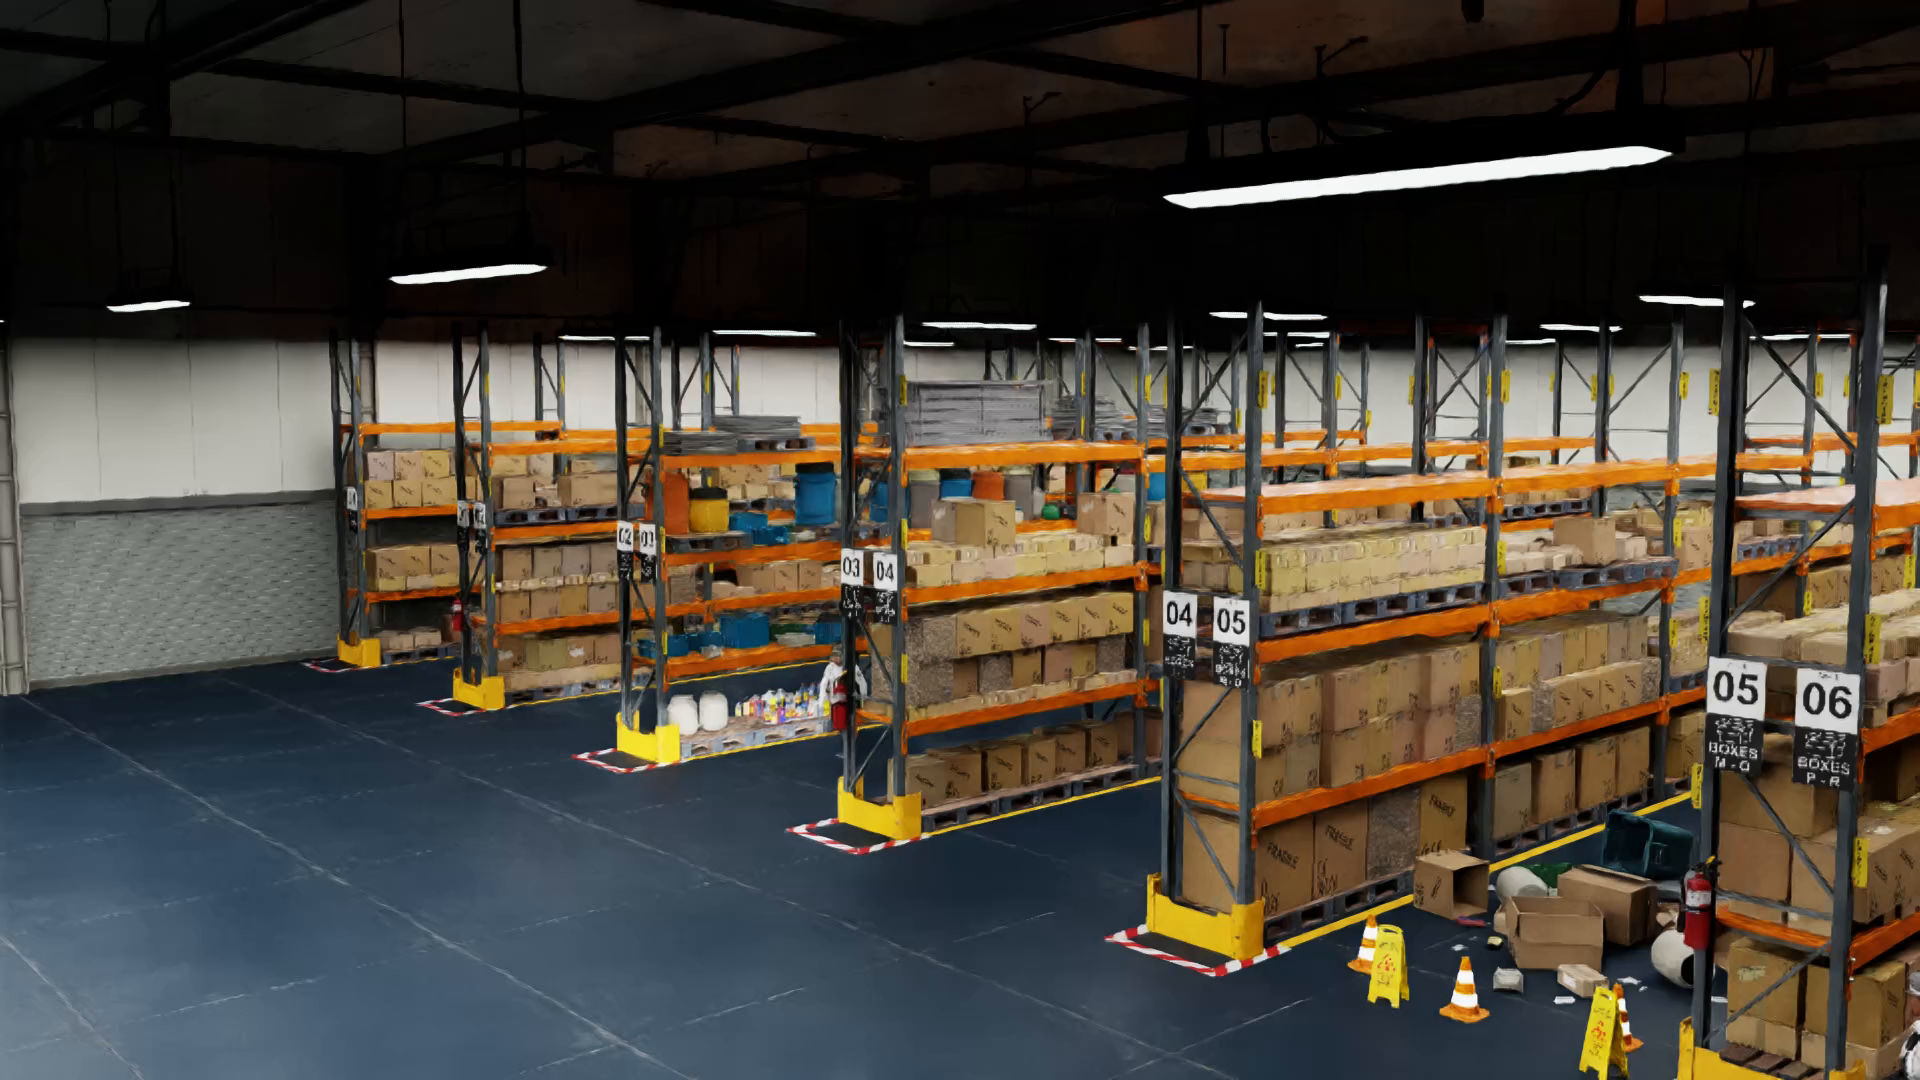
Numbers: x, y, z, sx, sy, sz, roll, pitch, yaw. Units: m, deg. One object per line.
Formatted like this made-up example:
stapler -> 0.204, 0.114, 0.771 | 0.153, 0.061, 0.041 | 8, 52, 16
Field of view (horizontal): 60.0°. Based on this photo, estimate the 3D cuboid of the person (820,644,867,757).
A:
person -> -1.532, 2.166, 22.186 | 0.635, 1.609, 0.786 | 3, 6, 29

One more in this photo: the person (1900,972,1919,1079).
person -> 5.738, 3.386, 9.711 | 0.678, 1.657, 0.488 | 2, 6, 20
